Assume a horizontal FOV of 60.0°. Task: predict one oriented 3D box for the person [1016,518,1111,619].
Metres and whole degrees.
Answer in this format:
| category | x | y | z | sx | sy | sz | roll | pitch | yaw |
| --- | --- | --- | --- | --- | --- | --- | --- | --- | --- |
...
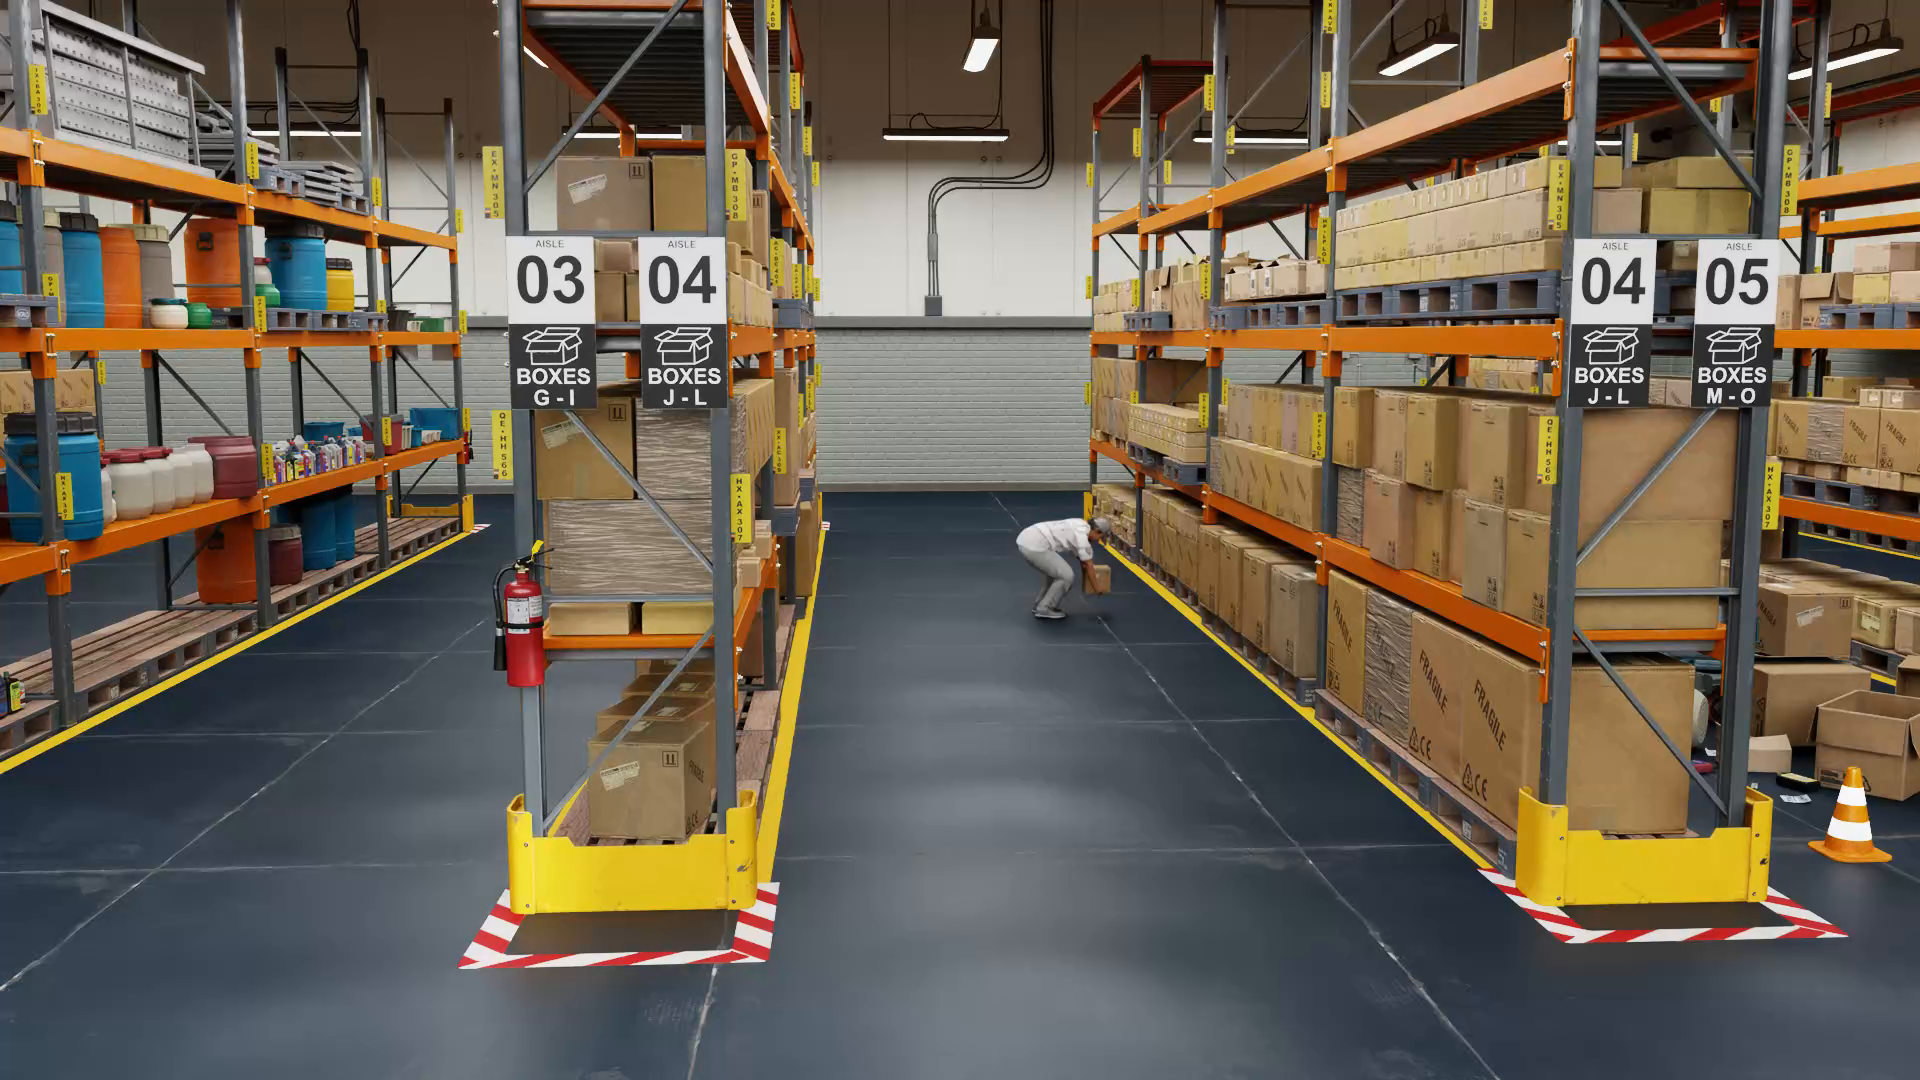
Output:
| category | x | y | z | sx | sy | sz | roll | pitch | yaw |
| --- | --- | --- | --- | --- | --- | --- | --- | --- | --- |
| person | 1.028 | 0.269 | 16.413 | 0.937 | 0.973 | 0.518 | -1 | 7 | -6 |
